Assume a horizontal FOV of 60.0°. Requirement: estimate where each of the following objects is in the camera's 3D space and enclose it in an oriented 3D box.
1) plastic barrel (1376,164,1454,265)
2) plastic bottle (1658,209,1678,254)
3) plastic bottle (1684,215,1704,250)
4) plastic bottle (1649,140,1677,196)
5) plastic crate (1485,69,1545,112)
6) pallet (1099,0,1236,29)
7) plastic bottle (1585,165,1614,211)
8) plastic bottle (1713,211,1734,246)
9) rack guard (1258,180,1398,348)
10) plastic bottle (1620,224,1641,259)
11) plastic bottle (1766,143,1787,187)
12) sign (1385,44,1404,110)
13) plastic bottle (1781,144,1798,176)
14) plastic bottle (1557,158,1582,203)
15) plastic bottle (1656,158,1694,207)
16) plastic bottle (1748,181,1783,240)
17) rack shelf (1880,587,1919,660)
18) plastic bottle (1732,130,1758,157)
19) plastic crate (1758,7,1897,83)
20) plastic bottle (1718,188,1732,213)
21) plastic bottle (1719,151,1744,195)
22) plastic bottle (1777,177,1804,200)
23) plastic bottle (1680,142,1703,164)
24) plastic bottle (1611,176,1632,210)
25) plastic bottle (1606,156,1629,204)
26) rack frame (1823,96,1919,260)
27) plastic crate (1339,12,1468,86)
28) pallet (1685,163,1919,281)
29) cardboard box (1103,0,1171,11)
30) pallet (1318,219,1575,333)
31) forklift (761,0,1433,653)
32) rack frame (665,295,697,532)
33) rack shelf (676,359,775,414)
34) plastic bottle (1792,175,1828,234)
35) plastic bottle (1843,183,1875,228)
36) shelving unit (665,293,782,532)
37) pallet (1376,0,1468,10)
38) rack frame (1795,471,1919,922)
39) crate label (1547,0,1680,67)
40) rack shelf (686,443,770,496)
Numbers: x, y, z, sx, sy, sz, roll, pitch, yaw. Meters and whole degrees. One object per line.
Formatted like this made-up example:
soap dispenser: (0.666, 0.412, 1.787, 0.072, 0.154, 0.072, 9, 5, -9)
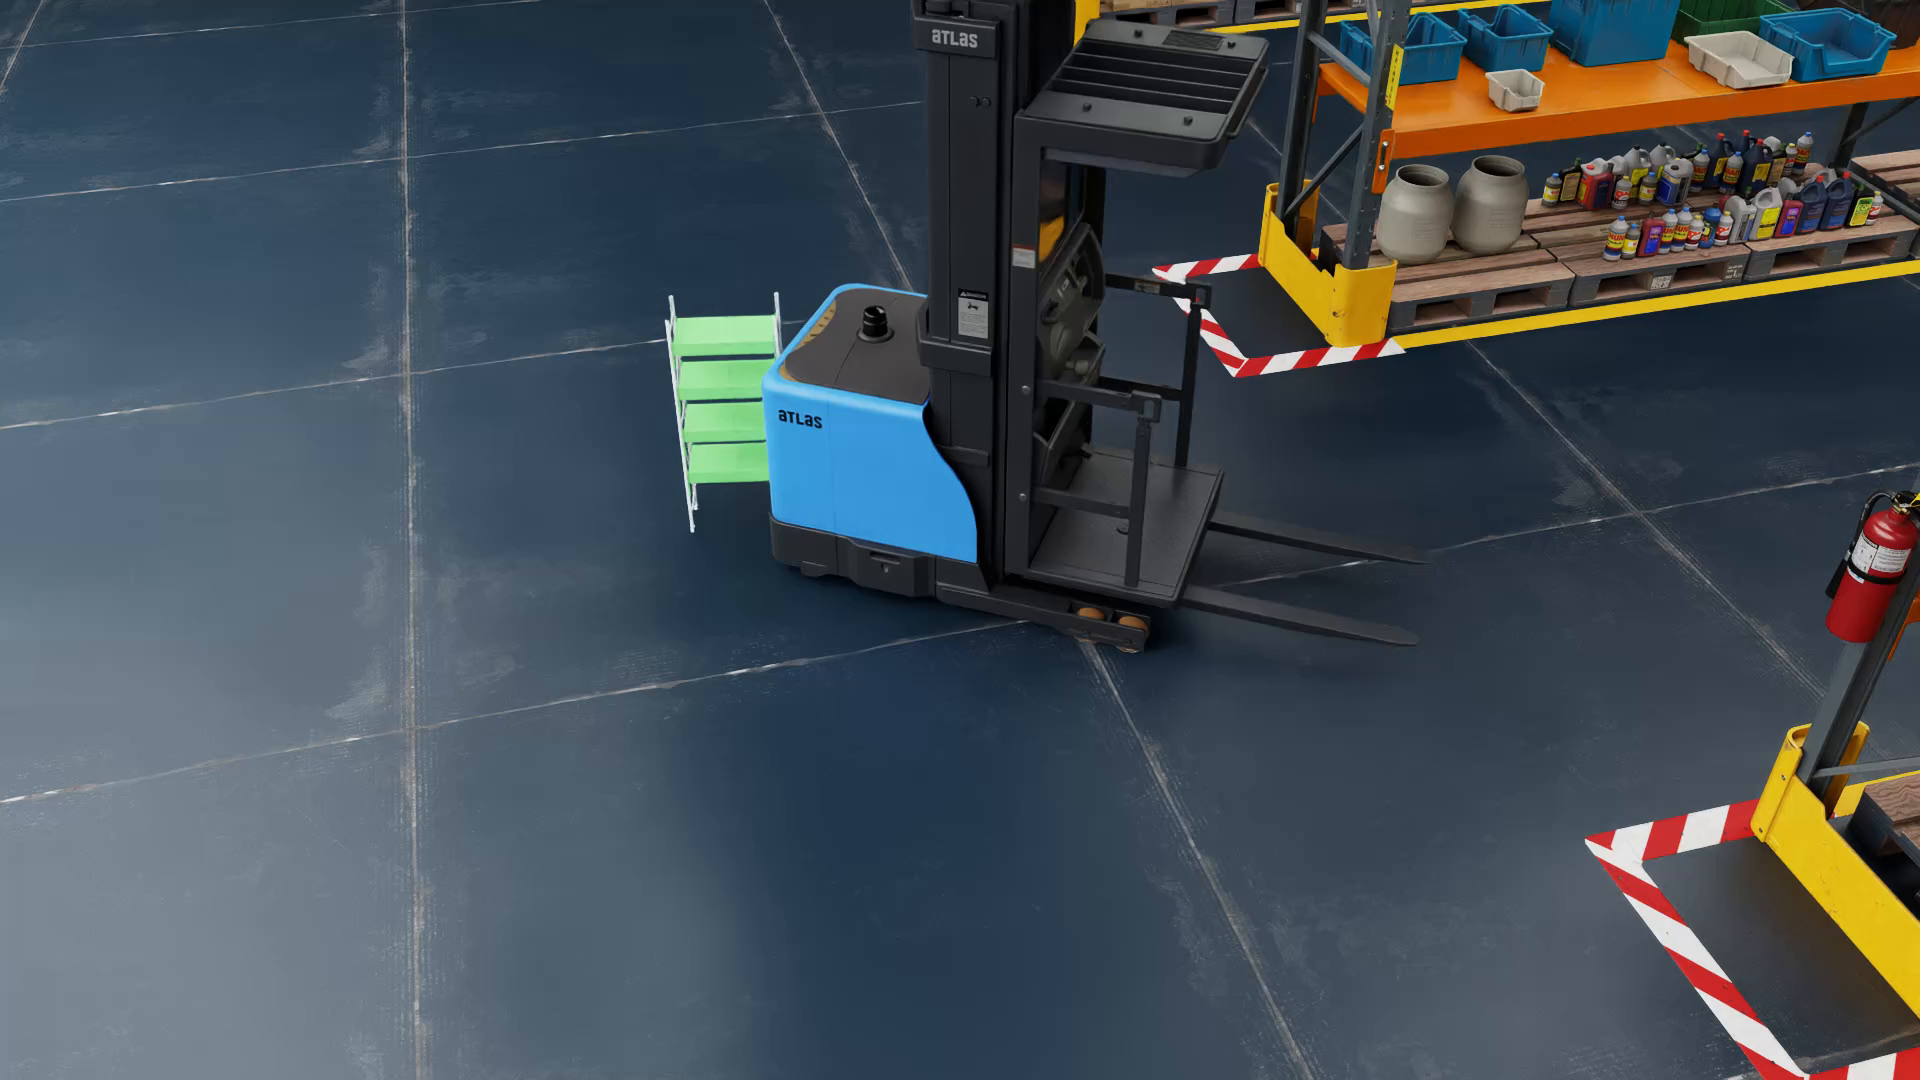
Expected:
plastic barrel: (2.746, -1.961, 10.026, 0.421, 0.512, 0.421, 0, 37, 0)
plastic bottle: (4.293, -1.883, 10.106, 0.097, 0.271, 0.097, 0, 37, 0)
plastic bottle: (4.485, -1.887, 10.168, 0.097, 0.201, 0.097, 0, 37, 0)
plastic bottle: (4.512, -2.408, 10.726, 0.185, 0.351, 0.144, -10, 38, -12)
plastic crate: (3.078, -2.482, 9.222, 0.250, 0.136, 0.298, -9, 38, -12)
pallet: (1.570, -4.578, 14.039, 1.213, 0.211, 1.003, -9, 38, -12)
plastic bottle: (4.068, -2.239, 10.561, 0.133, 0.283, 0.061, -9, 38, -12)
plastic bottle: (4.684, -1.919, 10.211, 0.097, 0.201, 0.097, 0, 37, 0)
rack guard: (2.192, -1.680, 10.014, 0.348, 0.500, 1.175, -9, 38, -12)
plastic bottle: (4.062, -1.817, 10.077, 0.097, 0.201, 0.097, 0, 37, 0)
plastic bottle: (5.294, -2.440, 10.824, 0.133, 0.283, 0.061, -9, 38, -12)
sign: (2.270, -2.420, 8.696, 0.005, 0.325, 0.100, -9, 38, -12)
plastic bottle: (5.472, -2.521, 10.997, 0.097, 0.201, 0.097, 0, 37, 0)
plastic bottle: (3.897, -2.306, 10.649, 0.133, 0.283, 0.061, -8, 38, -11)
plastic bottle: (4.575, -2.295, 10.641, 0.135, 0.276, 0.152, -9, 38, -12)
plastic bottle: (4.949, -2.037, 10.241, 0.185, 0.351, 0.144, -10, 38, -12)
rack shelf: (5.353, 0.241, 6.038, 4.000, 0.370, 1.077, -9, 38, -12)
plastic bottle: (5.105, -2.505, 10.853, 0.185, 0.351, 0.144, -8, 38, -11)
plastic crate: (4.995, -2.873, 9.639, 0.616, 0.251, 0.499, -9, 38, -12)
plastic bottle: (4.762, -2.049, 10.313, 0.133, 0.283, 0.061, -9, 38, -12)
plastic bottle: (4.996, -2.380, 10.755, 0.097, 0.271, 0.097, 0, 37, 0)
plastic bottle: (5.198, -2.141, 10.439, 0.135, 0.276, 0.152, -9, 38, -12)
plastic bottle: (4.752, -2.447, 10.833, 0.133, 0.283, 0.061, -8, 38, -10)
plastic bottle: (4.224, -2.220, 10.604, 0.097, 0.201, 0.097, 0, 37, 0)
plastic bottle: (4.174, -2.320, 10.673, 0.135, 0.276, 0.152, -10, 39, -13)
rack frame: (5.992, -3.267, 10.031, 0.127, 3.000, 1.000, -9, 38, -12)
plastic crate: (2.536, -2.829, 9.581, 0.616, 0.251, 0.499, -9, 38, -12)
pallet: (5.333, -2.077, 10.771, 1.213, 0.211, 1.003, -9, 38, -12)
cardboard box: (1.419, -4.568, 13.650, 0.500, 0.250, 0.500, -9, 38, -12)
pallet: (2.977, -1.691, 10.266, 1.213, 0.211, 1.003, -9, 38, -12)
forklift: (0.668, -1.016, 7.145, 3.031, 2.935, 1.130, 12, 39, 15)
rack frame: (-1.339, -0.589, 8.012, 0.015, 1.200, 0.240, -2, 37, -3)
rack shelf: (-1.095, -0.738, 7.916, 0.480, 0.148, 0.258, -2, 37, -3)
plastic bottle: (5.260, -2.088, 10.308, 0.185, 0.351, 0.144, -11, 39, -14)
plastic bottle: (5.614, -2.093, 10.370, 0.133, 0.283, 0.061, -7, 38, -10)
shelving unit: (-1.095, -0.598, 8.023, 0.503, 1.200, 0.258, -2, 37, -3)
pallet: (3.926, -4.964, 14.545, 1.213, 0.211, 1.003, -9, 38, -12)
rack frame: (3.422, 0.272, 5.405, 0.127, 3.000, 1.000, -9, 38, -12)
crate label: (3.837, -3.097, 9.781, 0.616, 0.435, 0.502, -9, 38, -12)
rack shelf: (-1.095, -0.356, 8.208, 0.480, 0.148, 0.258, -2, 37, -3)
